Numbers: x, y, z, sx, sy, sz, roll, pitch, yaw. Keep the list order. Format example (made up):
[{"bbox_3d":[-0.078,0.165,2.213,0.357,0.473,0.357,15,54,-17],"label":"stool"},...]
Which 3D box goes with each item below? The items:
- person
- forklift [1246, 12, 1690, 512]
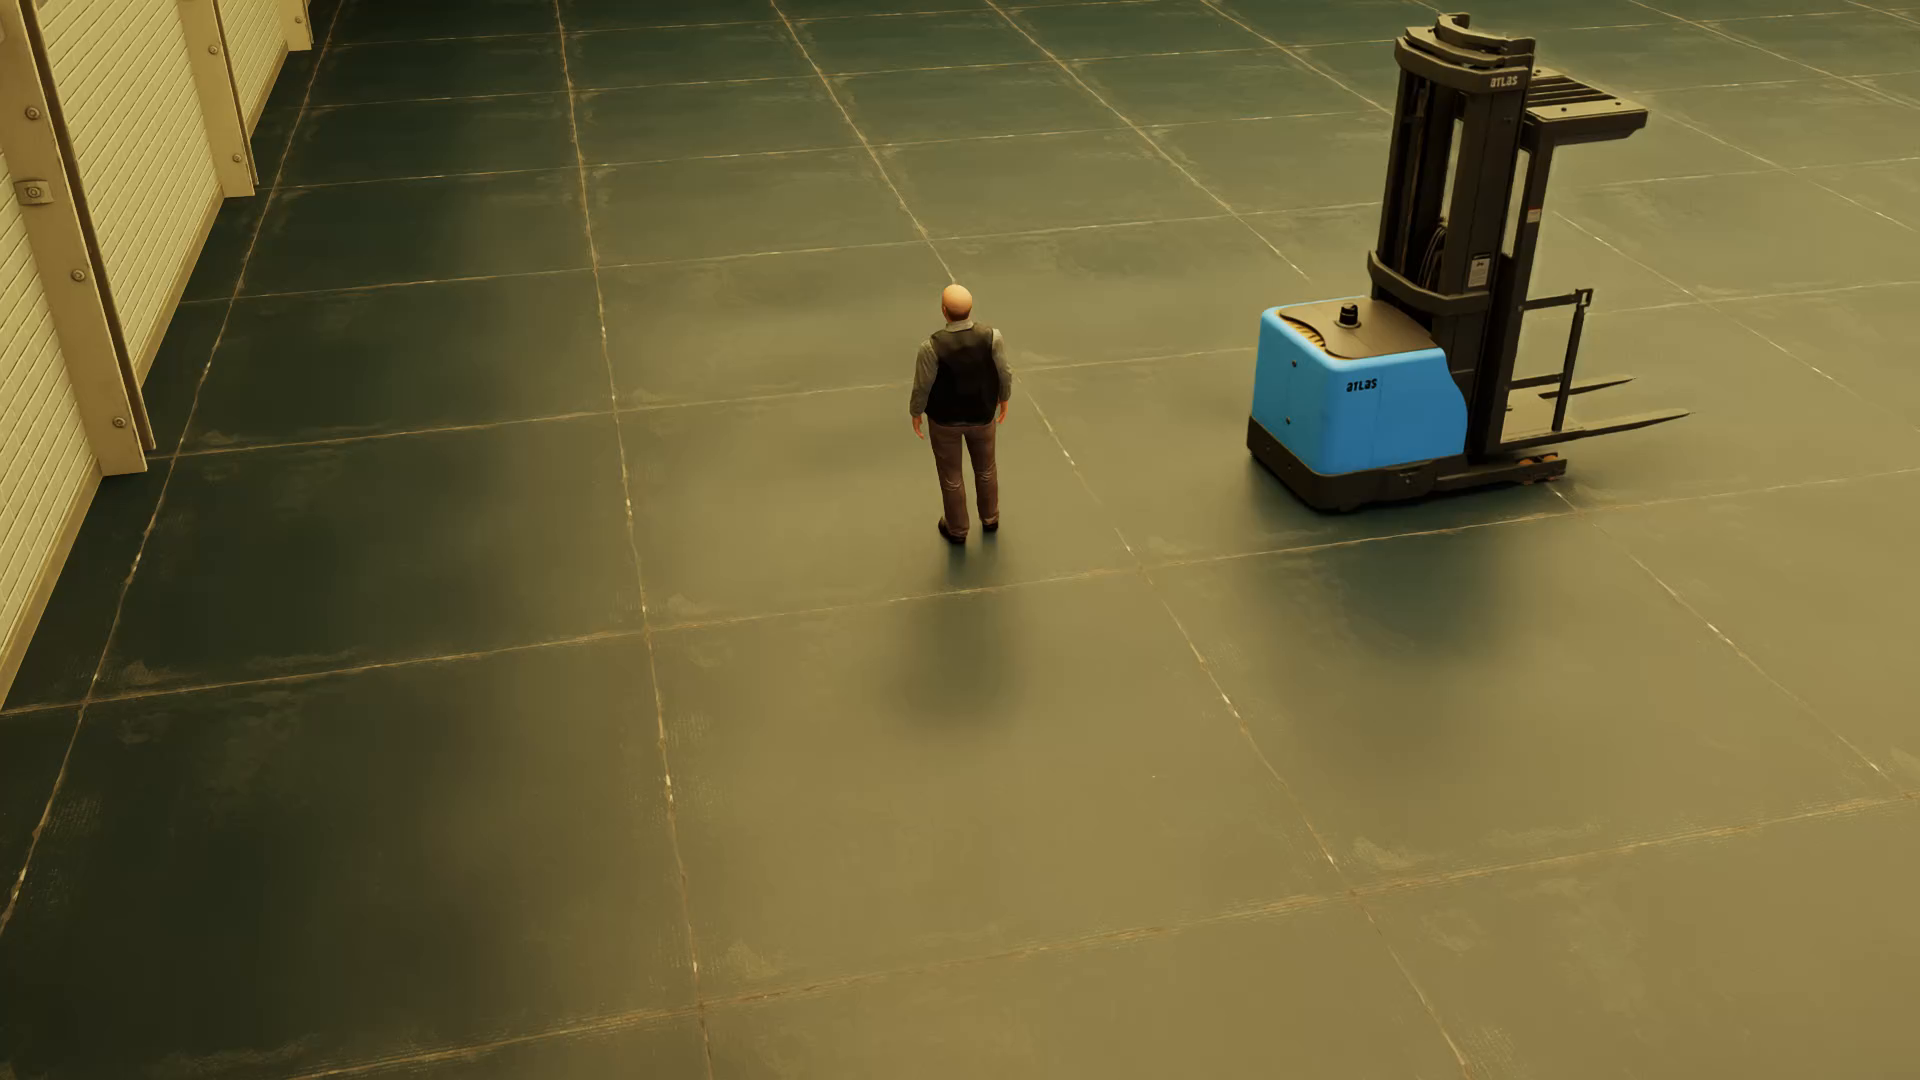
[{"bbox_3d":[-0.006,-0.782,10.119,0.632,1.720,0.568,-7,31,-12],"label":"person"},{"bbox_3d":[3.552,-1.880,10.823,3.031,2.935,1.130,-10,31,-16],"label":"forklift"}]
